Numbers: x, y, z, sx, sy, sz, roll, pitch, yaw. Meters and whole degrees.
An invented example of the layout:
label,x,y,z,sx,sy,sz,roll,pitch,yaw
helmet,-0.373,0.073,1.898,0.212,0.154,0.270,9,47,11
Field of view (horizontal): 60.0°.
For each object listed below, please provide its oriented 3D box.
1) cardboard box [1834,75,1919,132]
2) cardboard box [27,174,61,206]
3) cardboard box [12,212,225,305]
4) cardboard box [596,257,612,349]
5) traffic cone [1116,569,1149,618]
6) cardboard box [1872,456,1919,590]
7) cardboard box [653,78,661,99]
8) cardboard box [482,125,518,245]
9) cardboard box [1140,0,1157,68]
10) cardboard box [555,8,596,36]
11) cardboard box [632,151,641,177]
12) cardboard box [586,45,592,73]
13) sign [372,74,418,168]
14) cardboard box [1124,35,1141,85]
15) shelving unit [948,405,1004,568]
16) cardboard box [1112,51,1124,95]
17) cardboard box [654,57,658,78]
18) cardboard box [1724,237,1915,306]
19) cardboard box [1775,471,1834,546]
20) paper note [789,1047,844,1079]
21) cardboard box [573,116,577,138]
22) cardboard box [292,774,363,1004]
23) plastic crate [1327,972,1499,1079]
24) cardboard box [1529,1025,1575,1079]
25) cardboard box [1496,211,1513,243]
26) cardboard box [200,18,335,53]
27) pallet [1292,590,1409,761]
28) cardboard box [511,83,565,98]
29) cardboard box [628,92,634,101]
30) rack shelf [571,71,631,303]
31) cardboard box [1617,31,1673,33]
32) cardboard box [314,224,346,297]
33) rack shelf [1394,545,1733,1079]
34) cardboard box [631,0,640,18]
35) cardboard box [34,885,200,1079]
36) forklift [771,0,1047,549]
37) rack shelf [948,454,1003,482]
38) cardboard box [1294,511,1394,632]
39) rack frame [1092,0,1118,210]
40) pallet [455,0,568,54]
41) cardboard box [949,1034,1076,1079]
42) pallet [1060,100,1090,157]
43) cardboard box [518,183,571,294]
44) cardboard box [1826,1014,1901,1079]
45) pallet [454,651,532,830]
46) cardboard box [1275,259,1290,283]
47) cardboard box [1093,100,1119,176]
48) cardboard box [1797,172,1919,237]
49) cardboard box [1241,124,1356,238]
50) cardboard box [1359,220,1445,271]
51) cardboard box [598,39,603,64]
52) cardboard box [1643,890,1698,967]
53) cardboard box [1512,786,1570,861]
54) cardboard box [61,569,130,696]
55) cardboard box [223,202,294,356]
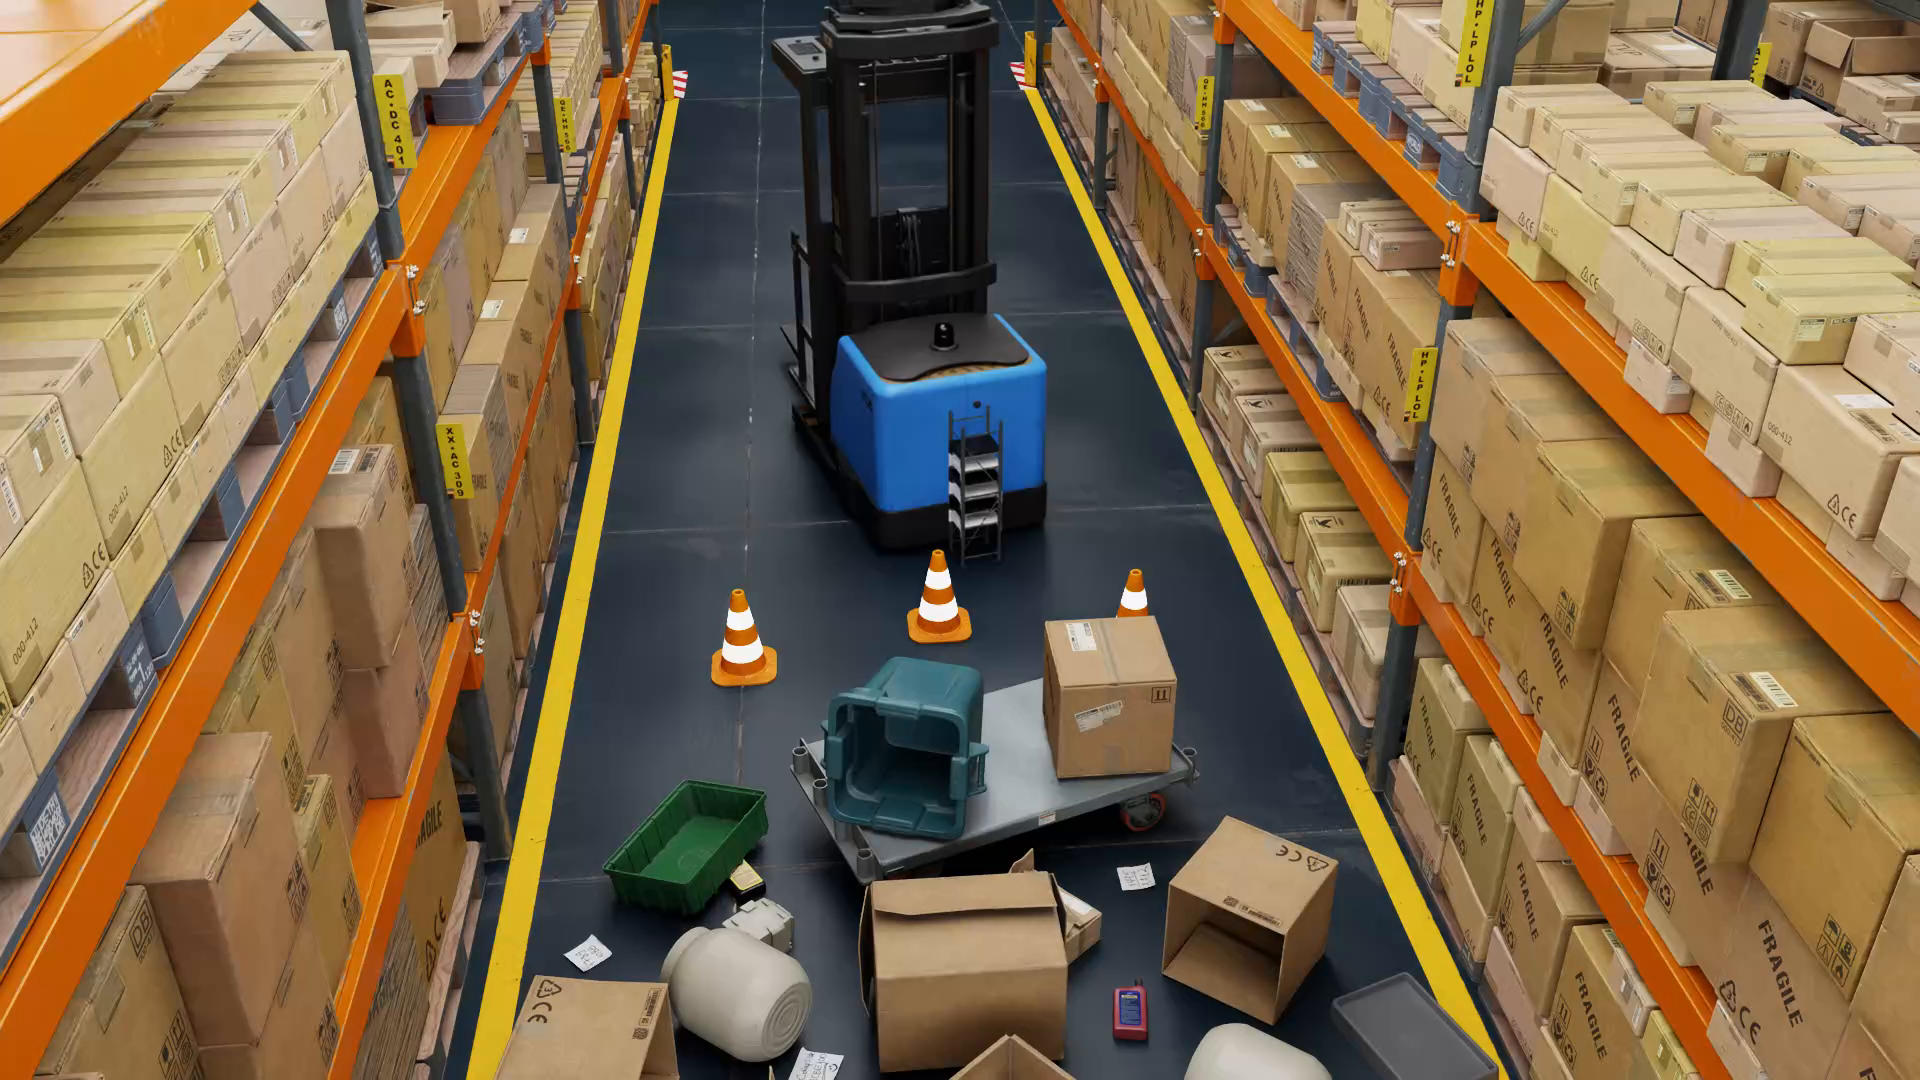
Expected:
label,x,y,z,sx,sy,sz,roll,pitch,yaw
cardboard box,6.567,-3.079,11.717,0.500,0.250,0.500,-4,31,-7
cardboard box,-2.731,-1.024,4.575,0.380,0.149,0.250,-3,31,-5
cardboard box,-2.005,-0.668,3.979,0.380,0.149,0.250,-2,31,-4
cardboard box,-2.735,-1.649,11.614,0.500,0.500,0.500,-2,31,-4
traffic cone,0.910,0.365,8.688,0.336,0.463,0.334,-3,31,-5
cardboard box,2.445,0.027,3.711,0.500,0.250,0.500,-3,31,-5
cardboard box,-3.238,-4.568,16.842,0.380,0.149,0.250,-2,31,-3
cardboard box,-2.792,-1.896,8.927,0.700,0.500,0.500,-3,31,-5
cardboard box,1.602,-3.698,11.944,0.500,0.500,0.500,-3,31,-5
cardboard box,-2.989,-3.949,12.692,0.380,0.149,0.250,-4,31,-6
cardboard box,-2.962,-3.239,14.328,0.380,0.149,0.250,-1,31,-2
cardboard box,-2.936,-3.560,12.330,0.380,0.149,0.250,-4,31,-6
sign,-1.946,-1.441,5.731,0.100,0.325,0.005,-3,31,-5
cardboard box,1.530,-3.631,12.563,0.500,0.250,0.500,-2,31,-4
shelving unit,0.086,-0.296,9.367,0.258,0.900,0.210,-10,32,-17
cardboard box,1.501,-3.677,13.127,0.500,0.250,0.500,-3,31,-6
cardboard box,-3.287,-4.825,16.983,0.380,0.149,0.250,-4,31,-6
cardboard box,2.352,-0.715,4.563,0.380,0.149,0.250,-2,31,-4
cardboard box,2.390,-0.120,4.346,0.380,0.149,0.250,-4,31,-6
paper note,-0.550,2.014,6.356,0.172,0.023,0.155,8,32,13
cardboard box,-2.818,-2.771,11.299,0.380,0.149,0.250,-2,31,-3
cardboard box,-2.296,1.080,4.870,0.875,0.550,0.500,-3,31,-5
plastic crate,1.750,1.936,6.431,0.402,0.080,0.583,-14,33,-22
cardboard box,2.355,1.952,5.828,0.500,0.250,0.500,-4,31,-6
cardboard box,2.203,-1.166,6.096,0.380,0.149,0.250,-3,31,-5
cardboard box,-2.833,-1.936,6.781,0.500,0.250,0.500,-3,31,-5
pallet,2.346,0.641,8.471,1.003,0.211,1.213,-3,31,-5
cardboard box,-2.793,-2.883,10.907,0.380,0.149,0.250,-4,31,-7
cardboard box,-3.209,-4.023,15.351,0.380,0.149,0.250,-4,31,-7
rack shelf,-3.059,-2.624,11.920,1.077,0.370,4.000,-3,31,-5
cardboard box,2.716,-2.139,7.217,0.500,0.250,0.500,-3,31,-5
cardboard box,-2.097,-0.842,5.047,0.380,0.149,0.250,-2,31,-4
rack shelf,2.607,1.171,5.565,1.077,0.370,4.000,-3,31,-5
cardboard box,-3.106,-4.901,14.642,0.500,0.500,0.500,-3,31,-6
cardboard box,-2.264,1.177,3.655,0.875,0.550,0.550,-3,31,-5
forklift,-0.465,-1.952,10.160,1.130,2.935,3.031,-10,32,-17
rack shelf,0.086,-0.422,9.292,0.258,0.077,0.200,-10,32,-17
cardboard box,2.298,0.155,8.719,0.950,0.372,0.625,-1,31,-1
rack frame,1.673,-4.243,13.928,1.000,3.000,0.127,-3,31,-5
pallet,-2.760,-2.792,8.759,1.213,0.211,1.003,-1,31,-2
cardboard box,0.109,2.180,5.610,0.637,0.503,0.797,27,40,37
pallet,1.562,-4.062,16.345,1.003,0.211,1.213,-3,31,-5
cardboard box,-2.563,-1.738,9.637,0.500,0.500,0.500,-3,31,-5
cardboard box,2.469,1.449,4.011,0.500,0.500,0.500,-3,31,-5
pallet,-2.646,0.937,7.975,1.003,0.211,1.213,-3,31,-5
cardboard box,1.970,-1.550,9.255,0.380,0.149,0.250,-1,31,-2
cardboard box,1.721,-3.649,15.023,0.875,0.438,0.875,-3,31,-5
cardboard box,2.780,-0.998,5.038,0.380,0.149,0.250,-3,31,-6
cardboard box,1.914,-2.045,9.452,0.500,0.500,0.500,-1,31,-2
cardboard box,2.075,-1.364,7.679,0.380,0.149,0.250,-4,31,-6
cardboard box,-3.012,-3.833,13.078,0.380,0.149,0.250,-3,31,-6
cardboard box,2.357,1.161,5.126,0.380,0.149,0.250,-3,31,-5
cardboard box,2.236,1.022,6.022,0.380,0.149,0.250,-1,31,-2
cardboard box,-1.910,0.192,3.317,0.380,0.149,0.250,-3,31,-4
cardboard box,-2.106,-0.691,4.407,0.500,0.250,0.500,-3,31,-5
